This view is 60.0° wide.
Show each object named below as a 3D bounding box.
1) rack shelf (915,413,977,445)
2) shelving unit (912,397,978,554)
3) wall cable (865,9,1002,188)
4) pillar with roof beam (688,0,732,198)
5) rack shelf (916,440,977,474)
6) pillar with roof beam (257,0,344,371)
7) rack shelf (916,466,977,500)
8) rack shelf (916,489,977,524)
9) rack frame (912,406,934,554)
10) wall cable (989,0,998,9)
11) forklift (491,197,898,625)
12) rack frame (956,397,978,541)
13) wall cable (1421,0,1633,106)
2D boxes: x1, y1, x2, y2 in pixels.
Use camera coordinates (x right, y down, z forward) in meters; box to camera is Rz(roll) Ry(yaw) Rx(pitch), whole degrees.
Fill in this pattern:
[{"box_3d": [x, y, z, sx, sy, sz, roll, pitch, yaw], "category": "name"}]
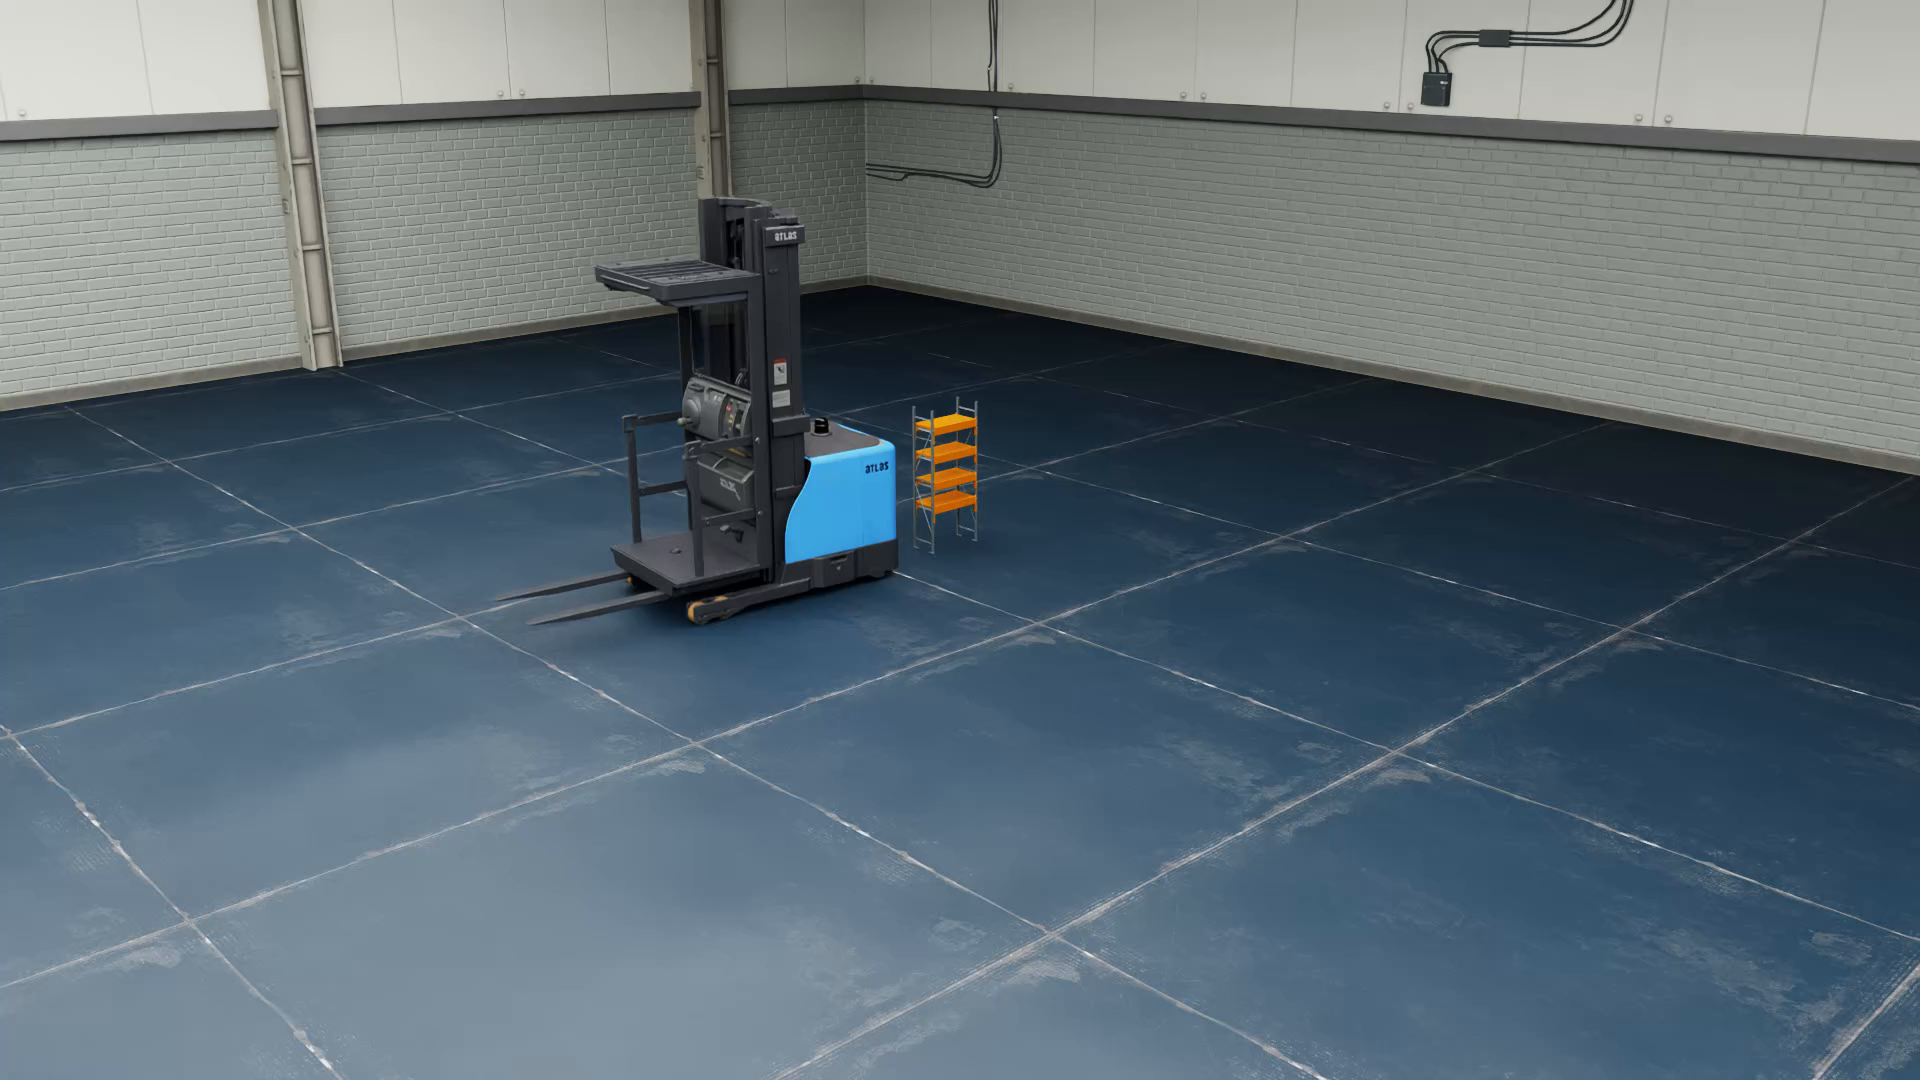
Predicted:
[{"box_3d": [-0.120, -0.909, 13.570, 0.480, 0.148, 0.258, -16, 24, -41], "category": "rack shelf"}, {"box_3d": [-0.120, -0.536, 13.691, 0.503, 1.200, 0.258, -16, 24, -41], "category": "shelving unit"}, {"box_3d": [-0.493, -6.556, 24.651, 0.112, 2.526, 3.097, -16, 24, -41], "category": "wall cable"}, {"box_3d": [-0.585, -6.741, 20.185, 0.400, 9.000, 9.100, -16, 24, -41], "category": "pillar with roof beam"}, {"box_3d": [-0.120, -0.684, 13.643, 0.480, 0.148, 0.258, -16, 24, -41], "category": "rack shelf"}, {"box_3d": [-4.944, -5.469, 16.263, 0.400, 9.000, 9.100, -16, 24, -41], "category": "pillar with roof beam"}, {"box_3d": [-0.120, -0.472, 13.712, 0.480, 0.148, 0.258, -16, 24, -41], "category": "rack shelf"}, {"box_3d": [-0.120, -0.283, 13.773, 0.480, 0.148, 0.258, -16, 24, -41], "category": "rack shelf"}, {"box_3d": [-0.298, -0.484, 13.532, 0.015, 1.200, 0.240, -16, 24, -41], "category": "rack frame"}, {"box_3d": [1.365, -8.353, 22.002, 0.112, 2.526, 3.097, -16, 24, -41], "category": "wall cable"}, {"box_3d": [-1.968, -0.963, 12.202, 3.031, 2.935, 1.130, -13, 22, -35], "category": "forklift"}, {"box_3d": [0.057, -0.587, 13.851, 0.015, 1.200, 0.240, -16, 24, -41], "category": "rack frame"}, {"box_3d": [6.018, -7.520, 17.075, 0.169, 6.003, 2.305, -16, 24, -41], "category": "wall cable"}]
